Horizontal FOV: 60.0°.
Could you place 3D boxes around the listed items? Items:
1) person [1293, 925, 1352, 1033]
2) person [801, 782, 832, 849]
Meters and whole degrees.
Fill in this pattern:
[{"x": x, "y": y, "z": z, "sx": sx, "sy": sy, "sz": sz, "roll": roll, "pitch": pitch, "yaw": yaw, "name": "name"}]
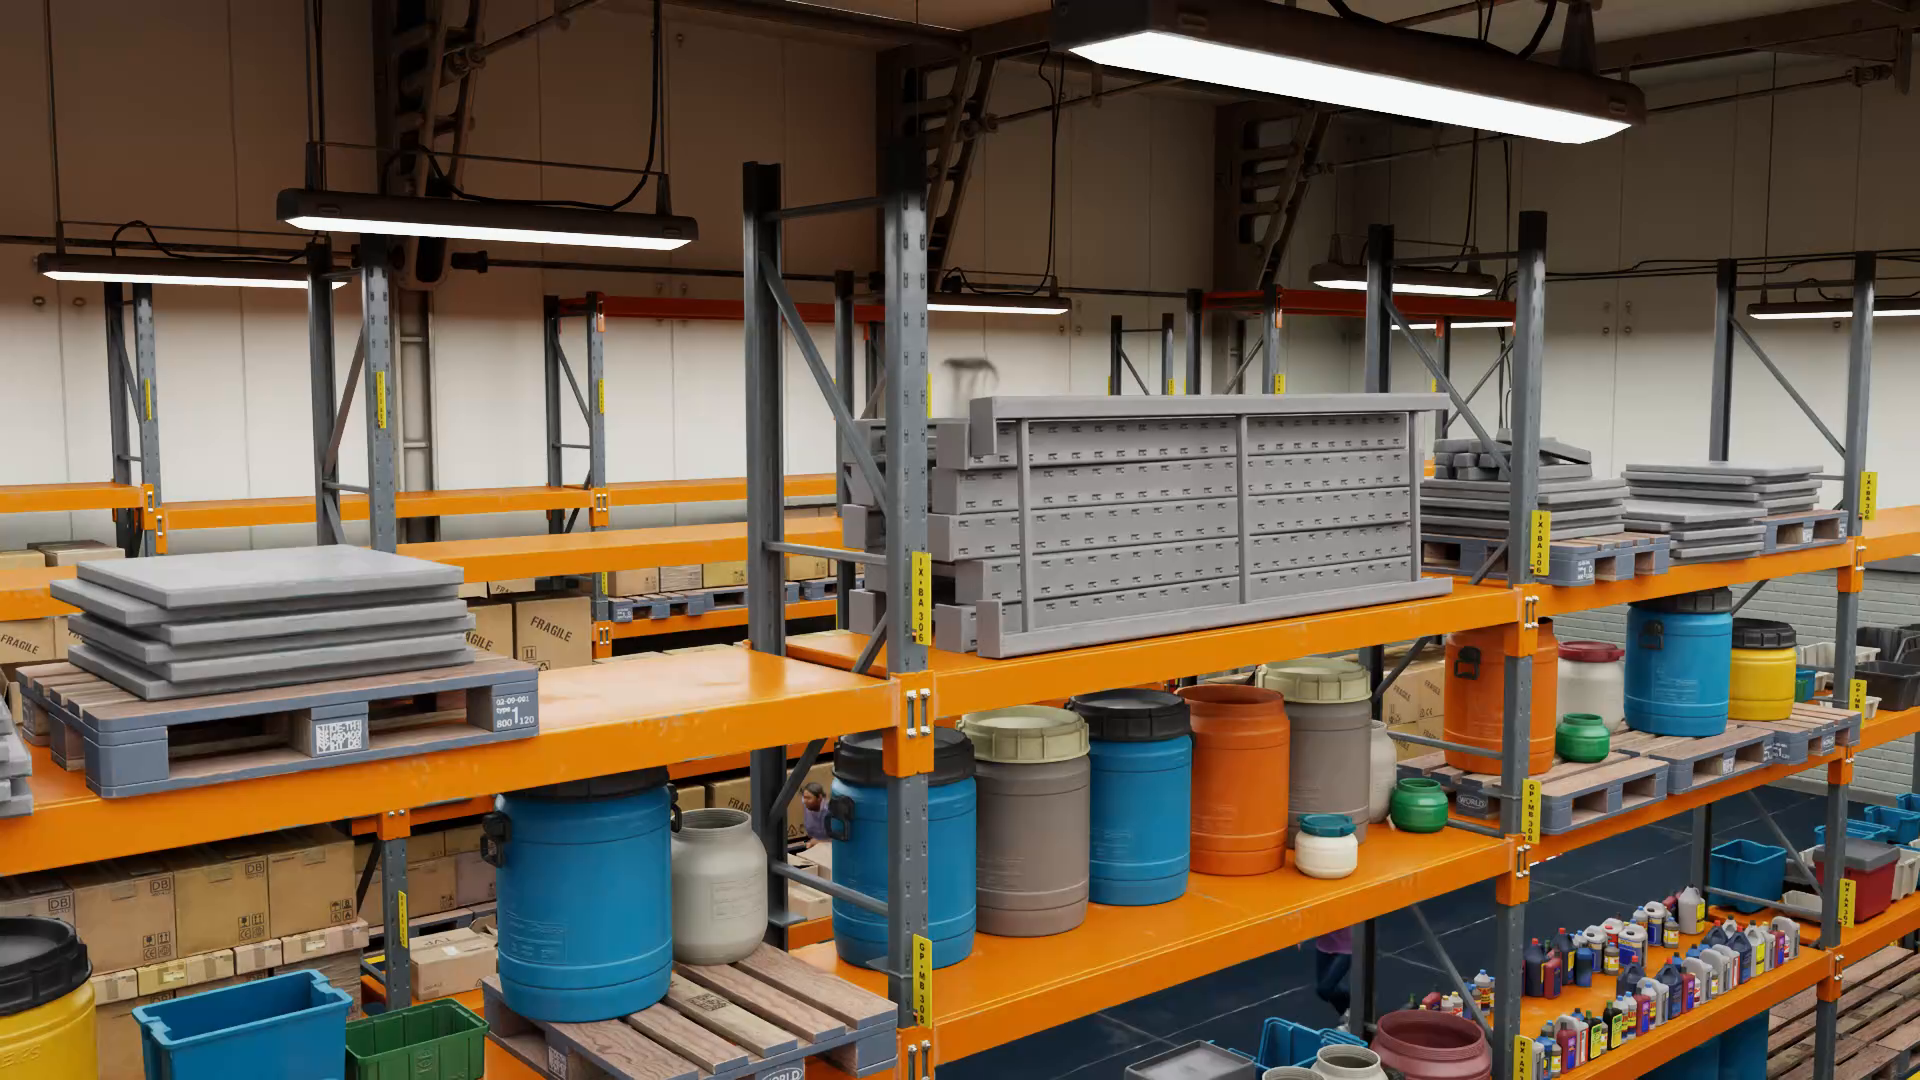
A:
[{"x": 2.889, "y": 3.242, "z": 12.869, "sx": 0.774, "sy": 1.395, "sz": 0.566, "roll": -5, "pitch": 7, "yaw": -39, "name": "person"}, {"x": -1.251, "y": 2.942, "z": 15.541, "sx": 0.637, "sy": 1.468, "sz": 0.861, "roll": 4, "pitch": 7, "yaw": 33, "name": "person"}]
